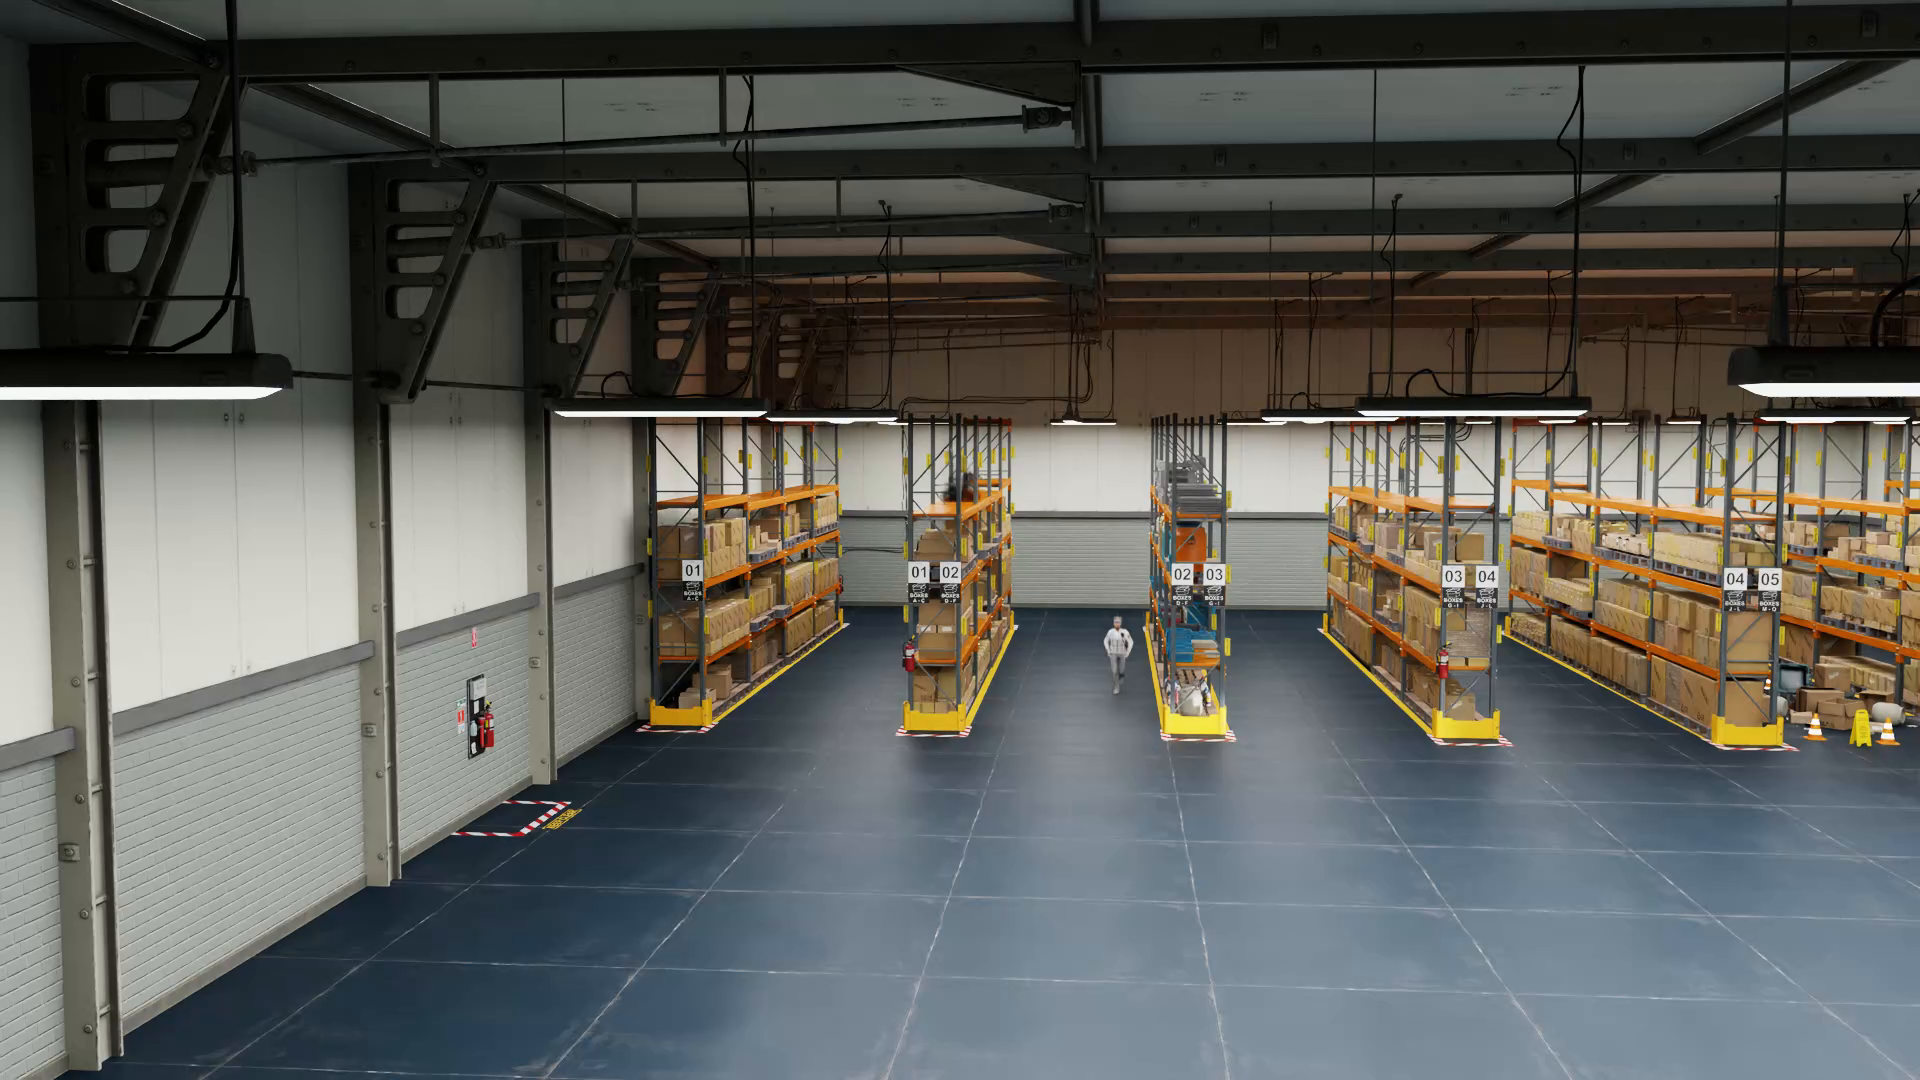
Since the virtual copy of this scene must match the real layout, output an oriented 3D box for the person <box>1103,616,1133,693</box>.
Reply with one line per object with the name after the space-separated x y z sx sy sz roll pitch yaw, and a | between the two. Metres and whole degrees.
3.438 2.473 36.151 0.648 1.655 0.593 1 4 8 | person
